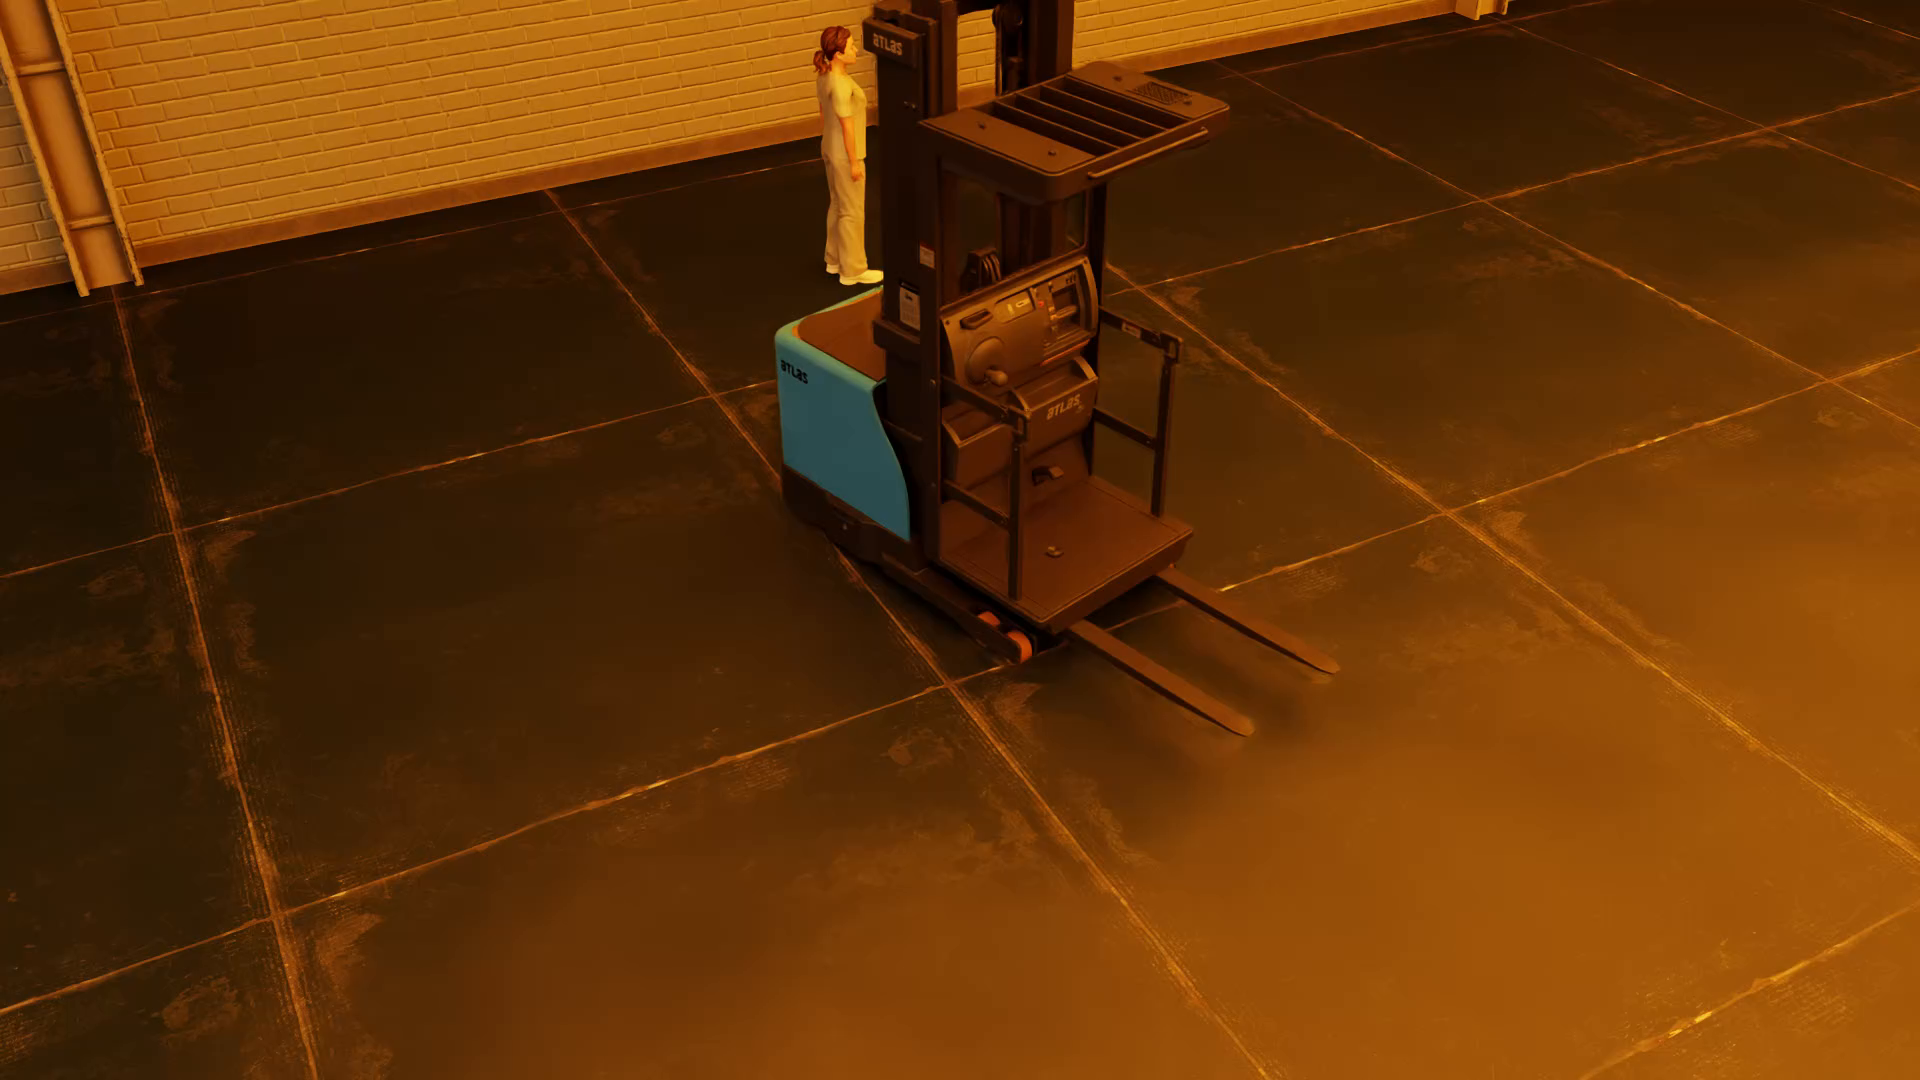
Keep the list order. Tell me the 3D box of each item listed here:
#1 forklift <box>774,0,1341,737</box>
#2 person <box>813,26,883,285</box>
[{"bbox_3d":[0.430,-0.944,7.458,1.130,2.935,3.031,-29,44,-34],"label":"forklift"},{"bbox_3d":[-0.738,-2.476,10.717,0.377,1.674,0.459,-14,38,-19],"label":"person"}]
